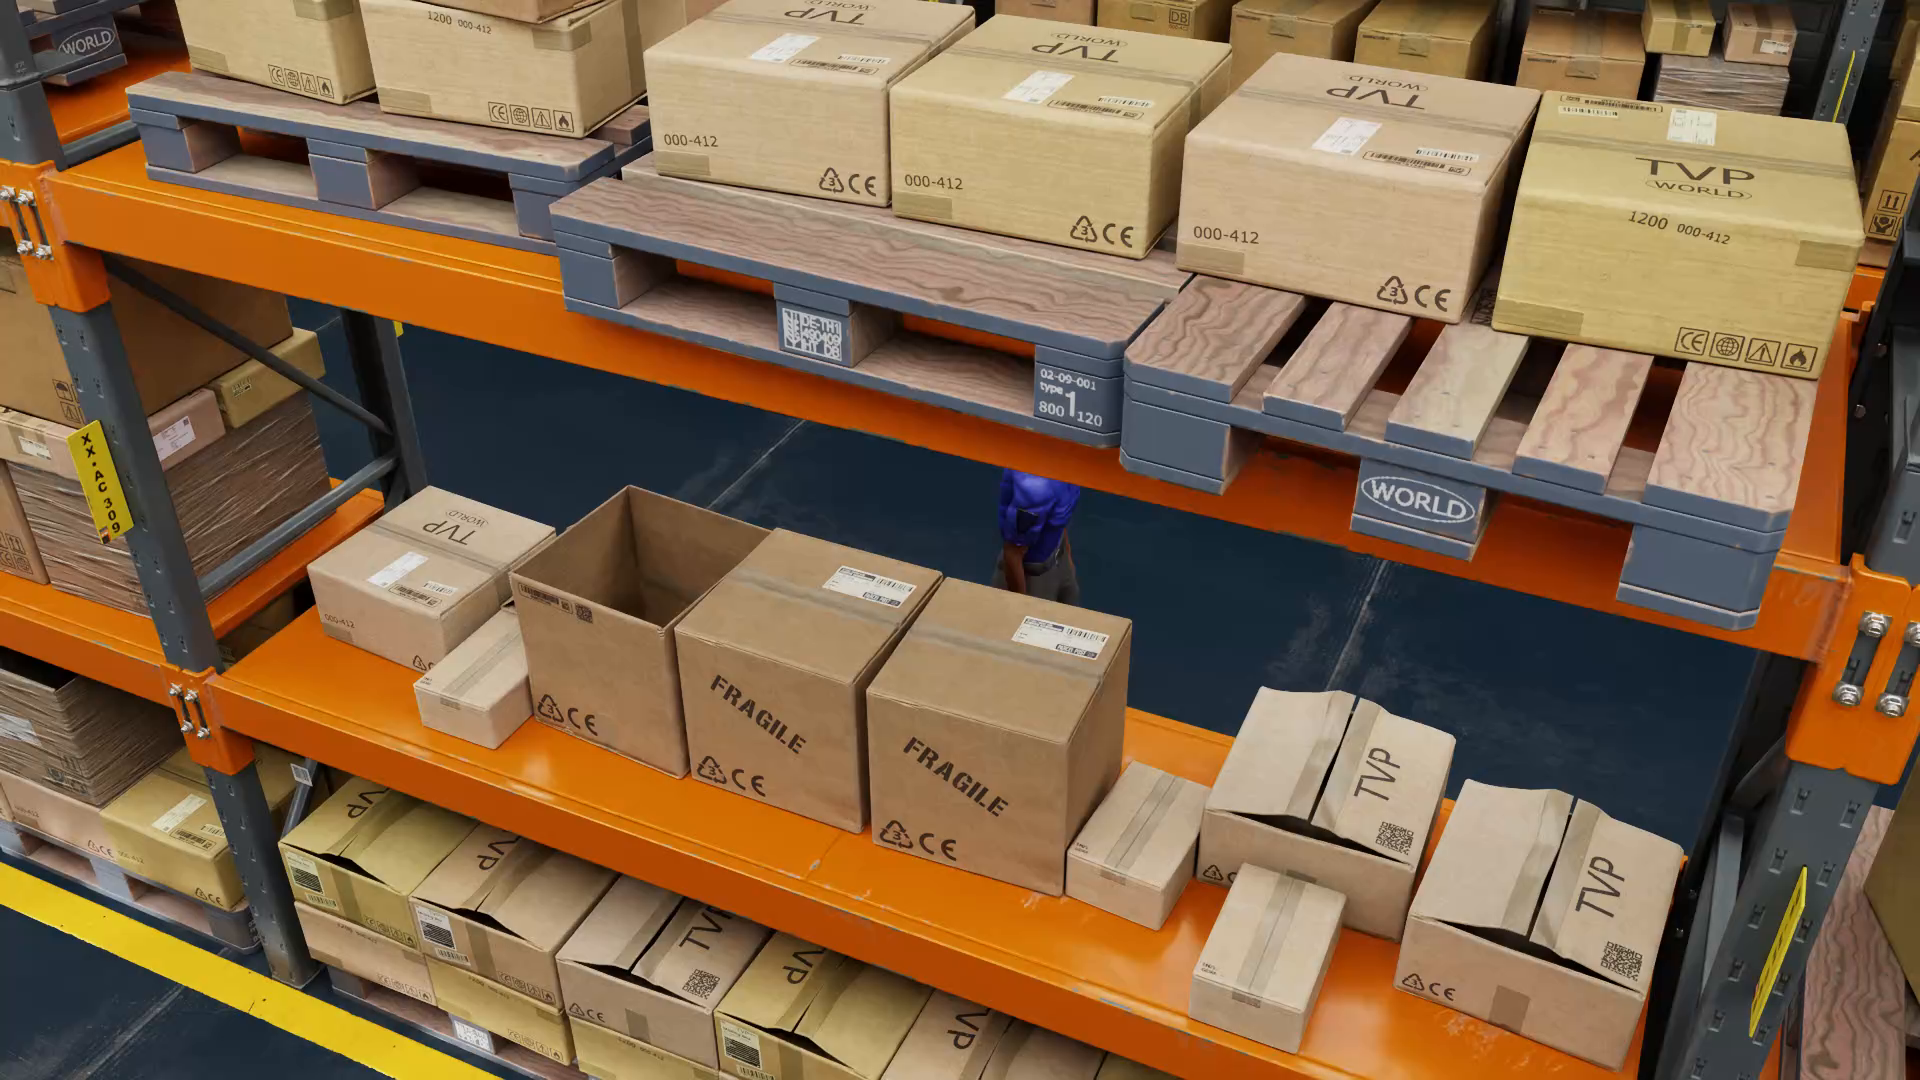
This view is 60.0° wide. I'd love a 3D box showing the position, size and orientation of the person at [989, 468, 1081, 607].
[{"bbox_3d":[0.313,0.175,5.887,0.403,1.653,0.528,13,36,18],"label":"person"}]
